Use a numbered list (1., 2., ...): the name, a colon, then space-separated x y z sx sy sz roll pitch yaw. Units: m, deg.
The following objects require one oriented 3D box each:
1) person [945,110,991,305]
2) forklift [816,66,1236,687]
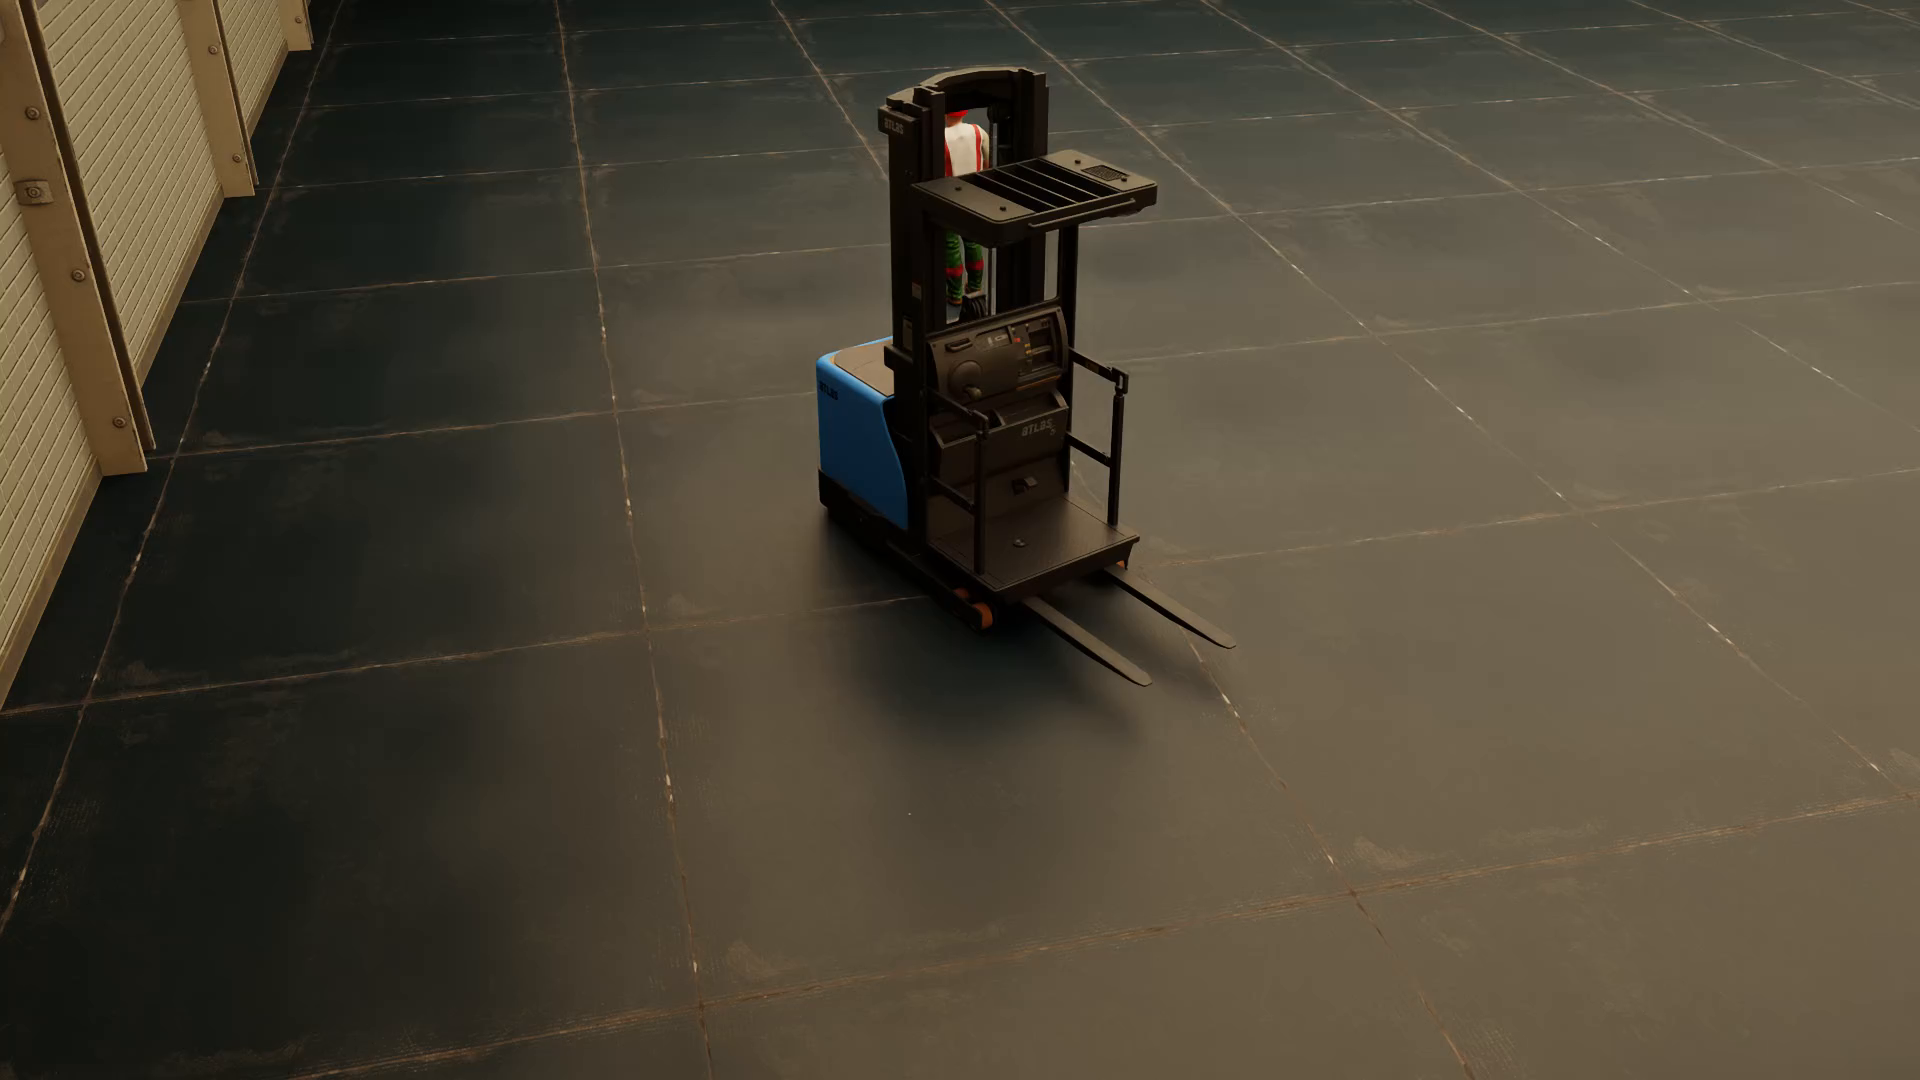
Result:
1. person: -0.054 -2.796 13.531 0.637 1.790 0.562 -12 32 -19
2. forklift: 0.355 -1.021 9.338 1.130 2.935 3.031 -20 35 -30
